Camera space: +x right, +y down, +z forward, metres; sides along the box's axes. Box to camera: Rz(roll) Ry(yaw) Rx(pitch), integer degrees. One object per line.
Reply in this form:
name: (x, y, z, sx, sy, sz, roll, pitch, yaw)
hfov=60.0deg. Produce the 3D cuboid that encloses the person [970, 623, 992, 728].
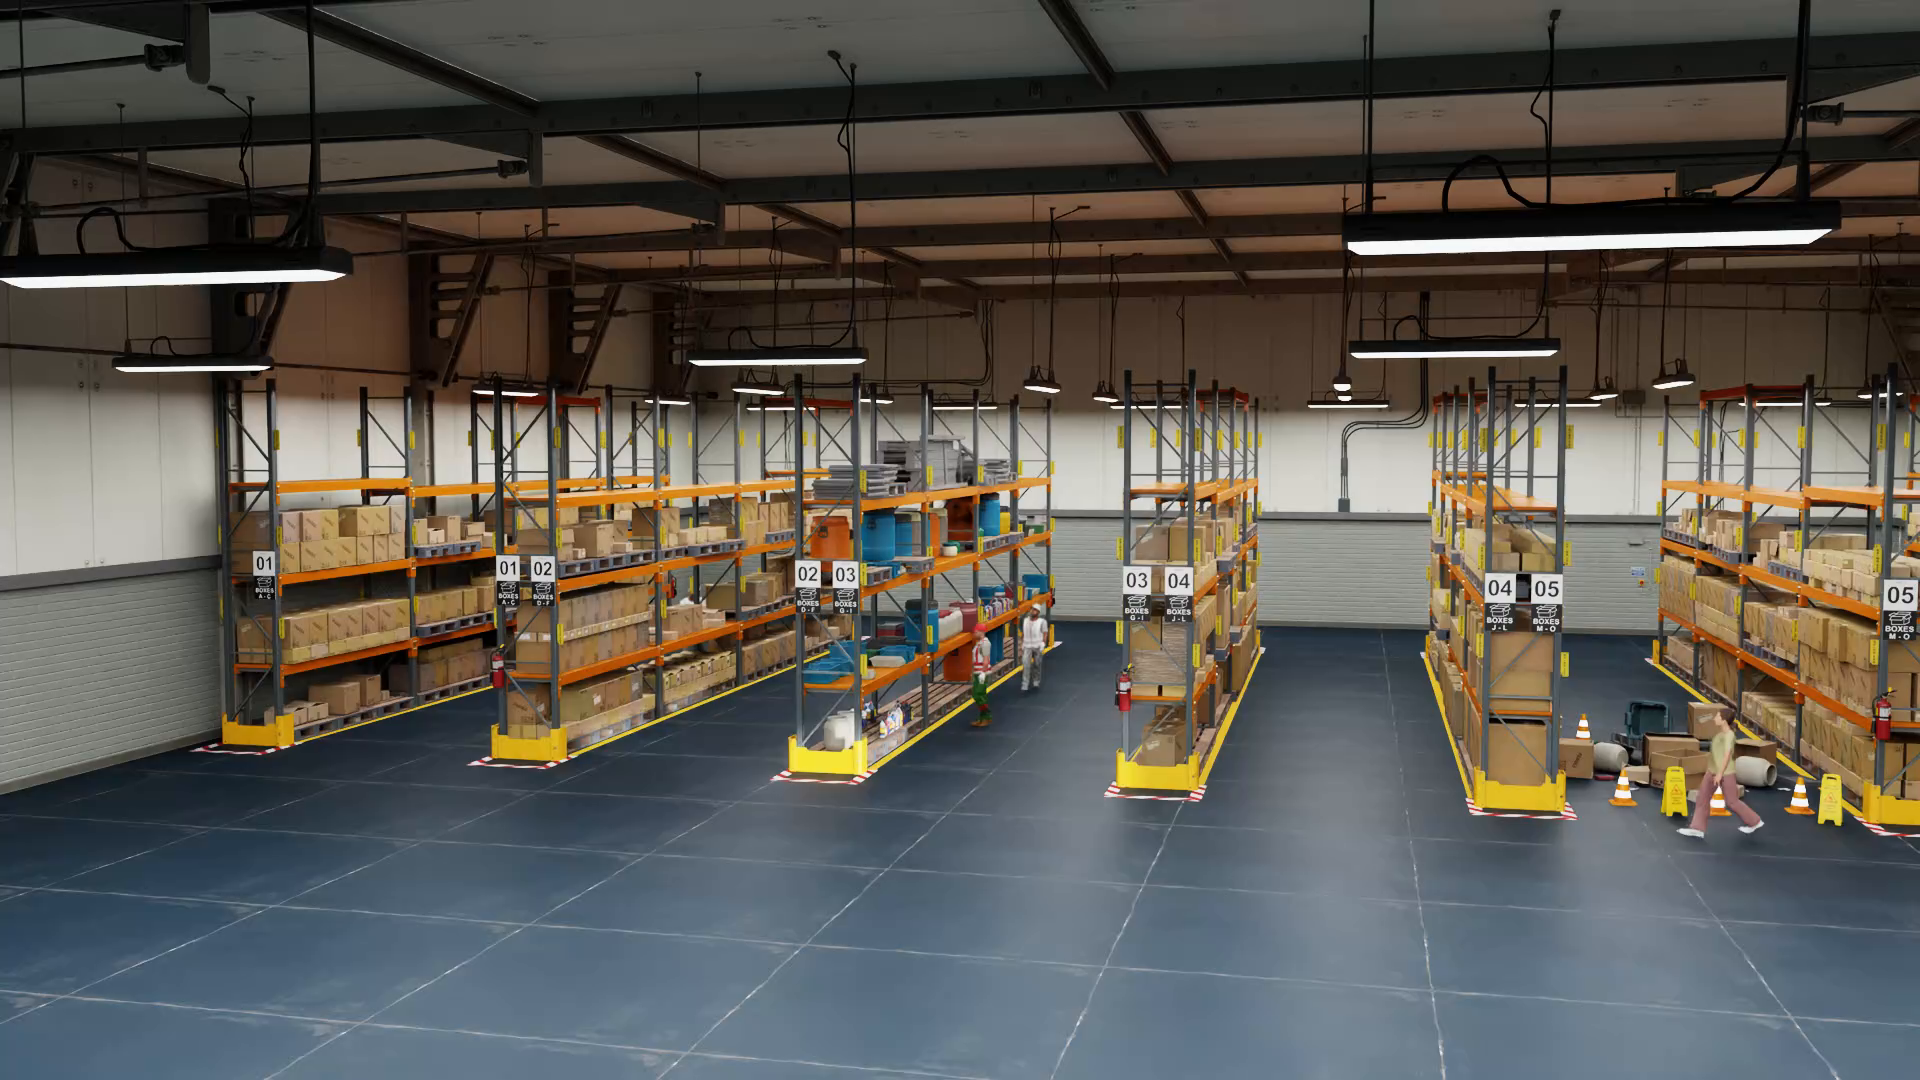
person: (0.370, 2.361, 29.103, 0.373, 1.803, 0.578, 0, 3, -8)

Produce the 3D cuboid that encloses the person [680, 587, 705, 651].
person: (-6.031, 1.911, 37.440, 0.732, 1.770, 0.953, 1, 4, 14)

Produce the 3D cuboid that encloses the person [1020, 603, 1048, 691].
person: (1.479, 2.124, 33.058, 0.545, 1.704, 1.080, 0, 3, 7)

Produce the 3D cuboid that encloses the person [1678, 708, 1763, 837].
person: (9.597, 2.930, 20.882, 0.985, 1.638, 0.434, -1, 3, -9)
